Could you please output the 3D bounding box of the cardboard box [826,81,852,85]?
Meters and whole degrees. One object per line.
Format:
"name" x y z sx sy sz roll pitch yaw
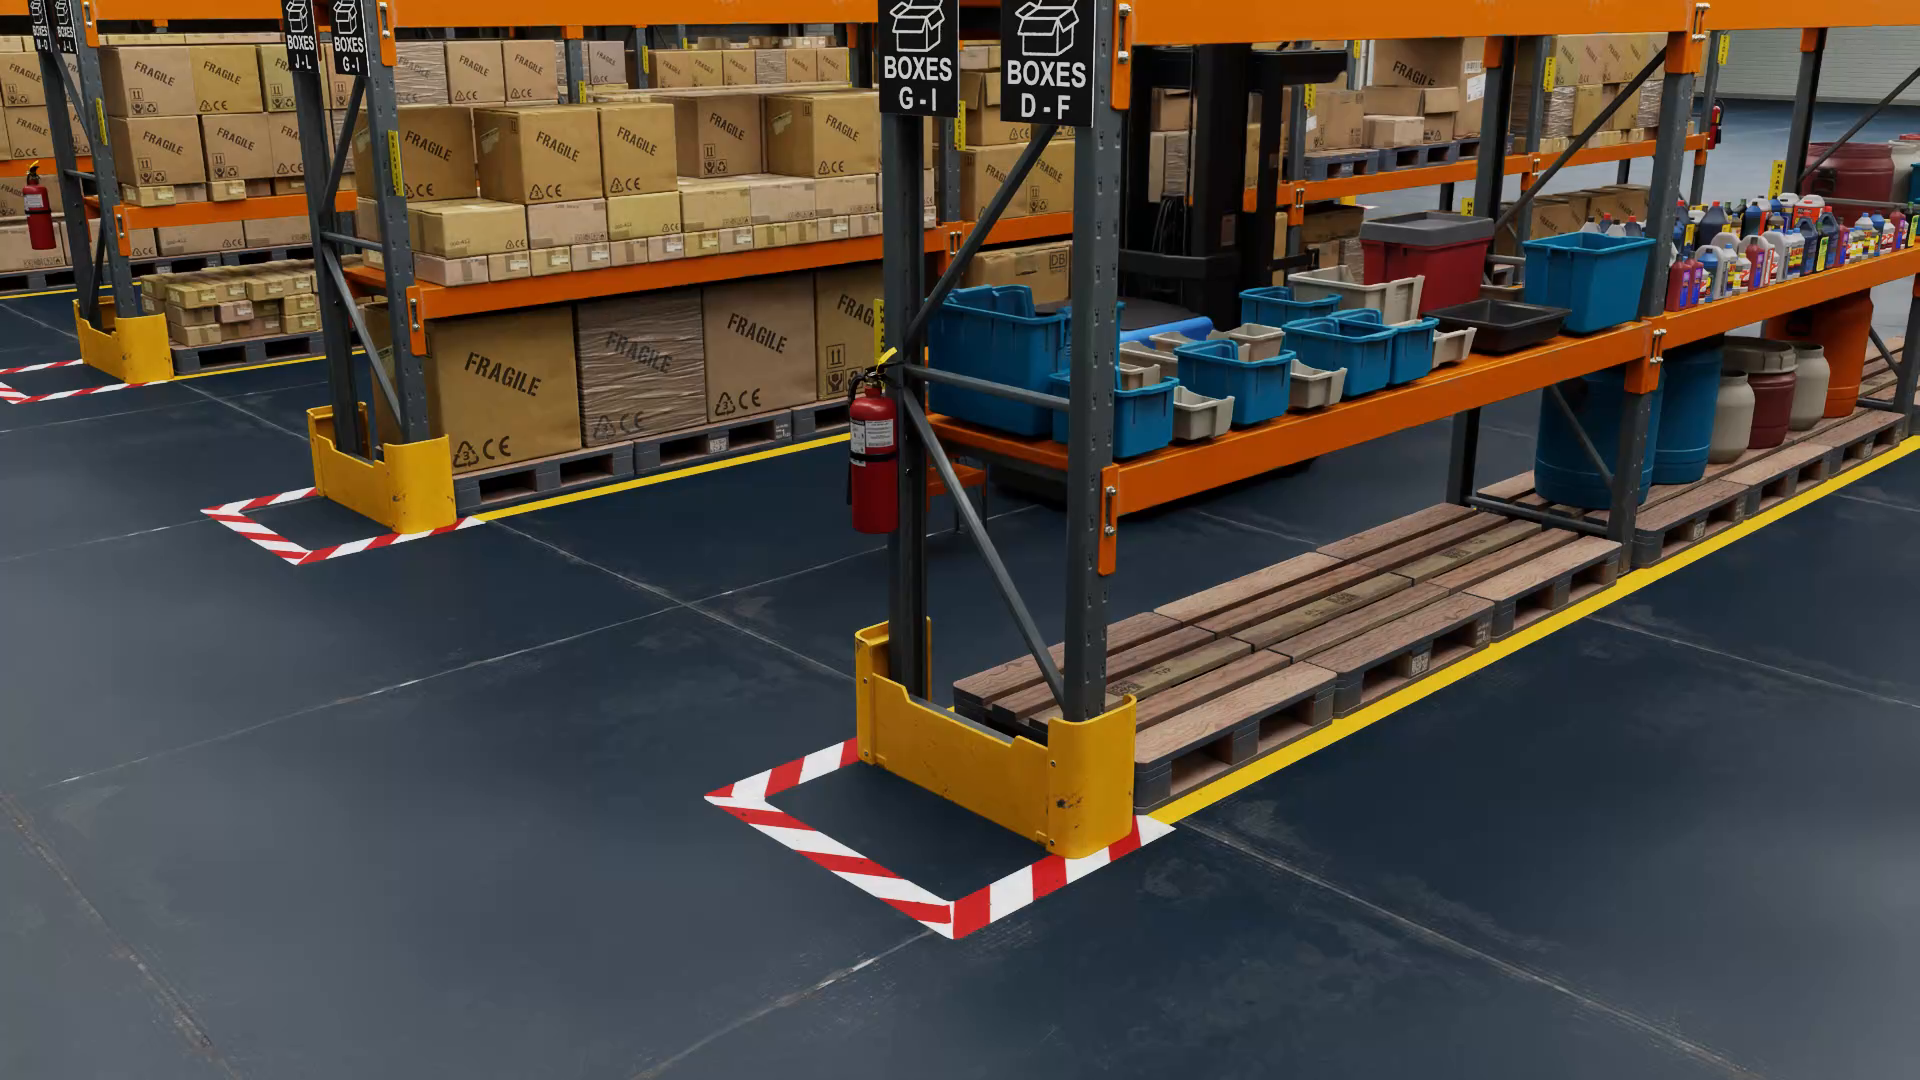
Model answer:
"cardboard box" -1.283 -4.756 17.551 0.250 0.149 0.380 -16 24 -41

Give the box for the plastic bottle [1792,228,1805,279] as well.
"plastic bottle" 4.633 -1.593 9.244 0.097 0.271 0.097 0 18 0

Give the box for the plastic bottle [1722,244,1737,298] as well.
"plastic bottle" 3.986 -1.405 8.663 0.097 0.271 0.097 0 18 0

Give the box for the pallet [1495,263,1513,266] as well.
"pallet" 5.893 -2.986 17.854 1.213 0.211 1.003 -16 24 -41

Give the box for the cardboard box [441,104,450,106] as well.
"cardboard box" -4.616 -3.409 13.991 0.500 0.500 0.500 -16 24 -41

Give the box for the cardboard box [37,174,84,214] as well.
"cardboard box" -11.600 -4.464 21.261 0.700 0.500 0.500 17 24 42

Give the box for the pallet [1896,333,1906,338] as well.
"pallet" 8.288 -1.551 13.427 1.213 0.211 1.003 -16 24 -41

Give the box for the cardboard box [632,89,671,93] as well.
"cardboard box" -2.986 -4.260 16.021 0.250 0.149 0.380 -16 24 -41

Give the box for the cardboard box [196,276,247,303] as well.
"cardboard box" -5.892 -2.000 13.266 0.250 0.149 0.380 -16 24 -40

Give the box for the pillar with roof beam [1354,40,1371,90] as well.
"pillar with roof beam" 13.026 -14.100 37.883 0.400 9.000 9.100 -16 24 -41

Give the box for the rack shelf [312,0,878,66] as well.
"rack shelf" -1.837 -3.128 10.073 4.000 0.370 1.077 -16 24 -41

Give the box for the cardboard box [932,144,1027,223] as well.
"cardboard box" 0.122 -2.557 11.844 0.500 0.500 0.500 -16 24 -41

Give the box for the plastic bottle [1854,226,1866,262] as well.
"plastic bottle" 5.307 -1.757 9.862 0.097 0.201 0.097 0 18 0

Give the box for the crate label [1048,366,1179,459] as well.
"crate label" 0.519 -0.437 5.644 0.303 0.233 0.416 -16 24 -41

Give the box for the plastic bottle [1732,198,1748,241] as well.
"plastic bottle" 4.924 -2.014 10.523 0.133 0.283 0.061 -16 24 -41

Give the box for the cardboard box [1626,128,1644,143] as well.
"cardboard box" 7.253 -4.443 18.231 0.250 0.149 0.380 -16 24 -41

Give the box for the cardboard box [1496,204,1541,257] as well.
"cardboard box" 5.748 -3.249 17.515 0.500 0.500 0.500 17 25 42

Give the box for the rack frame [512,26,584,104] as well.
"rack frame" -3.718 -3.600 15.226 0.127 3.000 1.000 -16 24 -41

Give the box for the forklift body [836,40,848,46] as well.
"forklift body" -2.010 -7.128 27.483 1.214 2.155 2.313 -16 24 -41

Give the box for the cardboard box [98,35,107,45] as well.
"cardboard box" -8.698 -4.957 16.576 0.250 0.149 0.380 -16 24 -40

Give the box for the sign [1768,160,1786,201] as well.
"sign" 5.543 -2.405 11.273 0.005 0.325 0.100 -16 24 -41

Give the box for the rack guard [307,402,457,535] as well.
"rack guard" -3.307 -0.426 9.487 0.348 0.500 1.175 -16 24 -41

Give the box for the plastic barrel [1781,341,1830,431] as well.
"plastic barrel" 5.233 -0.974 10.479 0.421 0.512 0.421 0 18 0

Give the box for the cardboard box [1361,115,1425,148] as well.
"cardboard box" 3.899 -3.747 15.241 0.500 0.250 0.500 17 25 42

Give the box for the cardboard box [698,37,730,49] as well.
"cardboard box" -3.291 -6.643 22.234 0.380 0.149 0.250 17 24 41

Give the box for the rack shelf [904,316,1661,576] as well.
"rack shelf" 1.566 -0.592 7.112 4.000 0.370 1.077 -16 24 -41

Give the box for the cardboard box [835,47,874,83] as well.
"cardboard box" -1.557 -6.623 23.223 0.500 0.500 0.500 -17 24 -42

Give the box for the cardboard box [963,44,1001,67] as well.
"cardboard box" 0.260 -5.281 18.625 0.500 0.500 0.700 -17 24 -42

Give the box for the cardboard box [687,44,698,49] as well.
"cardboard box" -4.357 -7.994 27.080 0.250 0.149 0.380 -16 24 -40

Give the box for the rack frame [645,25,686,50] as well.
"rack frame" -4.792 -7.495 27.238 0.127 3.000 1.000 -16 24 -41

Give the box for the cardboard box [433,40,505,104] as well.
"cardboard box" -4.246 -3.994 14.175 0.500 0.500 0.500 17 25 42

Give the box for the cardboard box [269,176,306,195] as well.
"cardboard box" -5.467 -2.874 13.394 0.250 0.149 0.380 -17 24 -41

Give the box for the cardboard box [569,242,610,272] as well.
"cardboard box" -2.245 -1.666 9.668 0.250 0.149 0.380 -17 24 -42

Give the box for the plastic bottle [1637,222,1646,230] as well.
"plastic bottle" 3.813 -1.667 9.465 0.135 0.276 0.152 -16 24 -41

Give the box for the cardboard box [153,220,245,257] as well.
"cardboard box" -8.372 -3.370 17.990 0.875 0.438 0.875 17 25 42

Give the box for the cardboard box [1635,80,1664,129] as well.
"cardboard box" 7.243 -4.860 18.466 0.500 0.500 0.875 -16 24 -41

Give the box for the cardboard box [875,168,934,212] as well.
"cardboard box" -0.524 -2.385 11.239 0.500 0.250 0.500 -17 24 -42

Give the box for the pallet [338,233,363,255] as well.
"pallet" -6.683 -3.542 19.568 1.213 0.211 1.003 -16 24 -41

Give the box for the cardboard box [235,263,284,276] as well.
"cardboard box" -5.859 -2.213 13.923 0.380 0.149 0.250 17 24 42

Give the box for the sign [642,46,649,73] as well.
"sign" -3.902 -5.963 20.636 0.005 0.325 0.100 -16 24 -41

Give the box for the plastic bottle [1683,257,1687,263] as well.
"plastic bottle" 3.784 -1.377 8.691 0.097 0.201 0.097 0 18 0

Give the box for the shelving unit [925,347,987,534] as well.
"shelving unit" -0.120 -0.536 8.691 0.503 1.200 0.258 -16 24 -41

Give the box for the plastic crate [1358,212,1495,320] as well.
"plastic crate" 2.198 -1.284 7.879 0.583 0.464 0.402 -16 24 -41

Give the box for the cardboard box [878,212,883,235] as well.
"cardboard box" -0.567 -2.155 11.176 0.250 0.149 0.380 -16 24 -40

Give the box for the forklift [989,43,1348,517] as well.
"forklift" 1.577 -1.895 10.078 3.031 2.935 1.130 -17 24 -42

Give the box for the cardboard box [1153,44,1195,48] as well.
"cardboard box" 2.387 -5.951 20.482 0.550 0.550 0.875 -16 24 -41

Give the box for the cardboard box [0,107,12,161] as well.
"cardboard box" -9.553 -3.926 16.067 0.500 0.500 0.500 -17 24 -41

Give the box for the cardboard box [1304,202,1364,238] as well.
"cardboard box" 3.368 -2.955 15.360 0.500 0.250 0.500 -13 22 -35

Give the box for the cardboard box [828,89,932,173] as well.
"cardboard box" -0.534 -2.737 11.108 0.500 0.500 0.500 -15 23 -39

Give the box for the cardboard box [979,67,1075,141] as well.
"cardboard box" 0.582 -3.272 12.425 0.637 0.503 0.797 -16 24 -40

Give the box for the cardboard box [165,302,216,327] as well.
"cardboard box" -6.067 -1.791 13.106 0.250 0.149 0.380 -15 23 -39

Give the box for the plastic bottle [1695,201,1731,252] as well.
"plastic bottle" 4.465 -1.830 9.845 0.185 0.351 0.144 -16 24 -41
